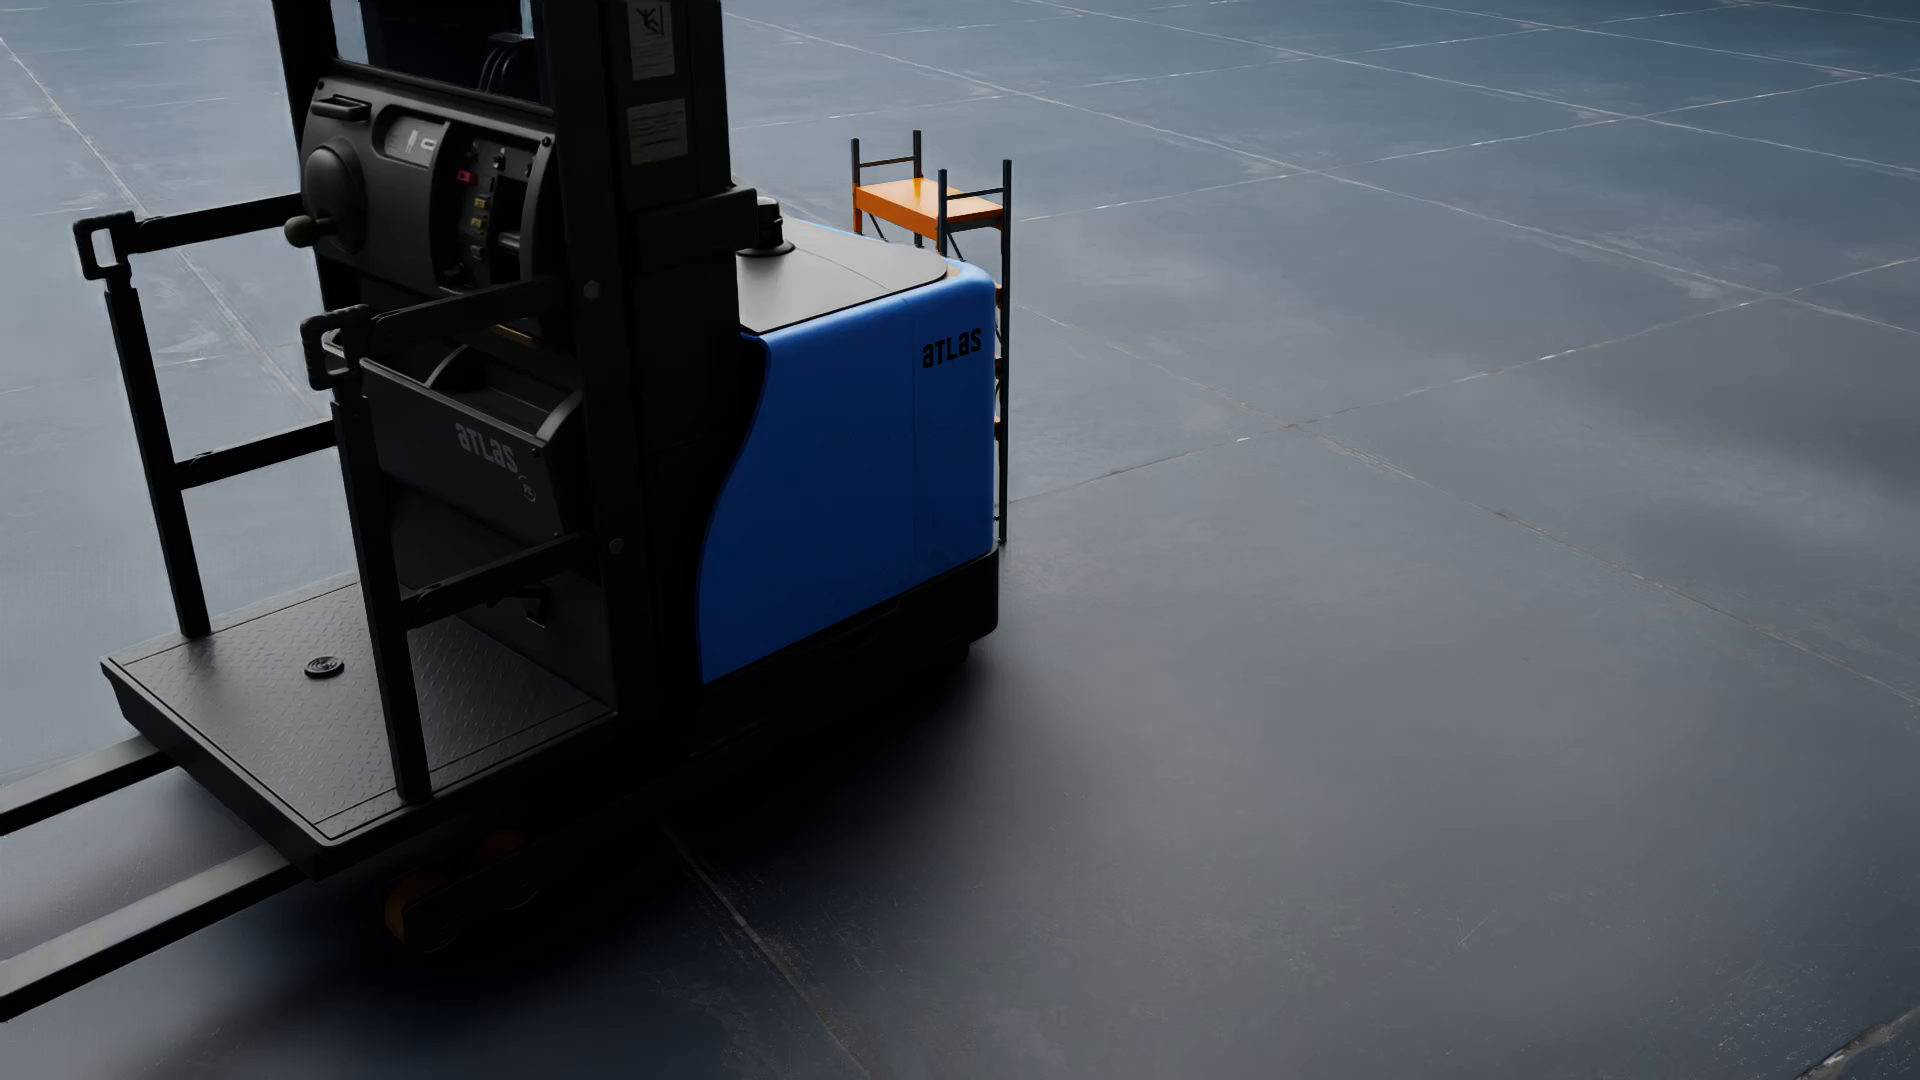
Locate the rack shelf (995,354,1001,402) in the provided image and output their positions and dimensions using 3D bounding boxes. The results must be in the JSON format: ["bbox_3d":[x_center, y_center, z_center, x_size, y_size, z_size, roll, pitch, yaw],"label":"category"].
[{"bbox_3d":[-0.090,-0.541,5.148,0.258,0.148,0.480,-16,29,-30],"label":"rack shelf"}]

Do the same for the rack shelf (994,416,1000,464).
[{"bbox_3d":[-0.090,-0.361,5.233,0.258,0.148,0.480,-16,29,-30],"label":"rack shelf"}]

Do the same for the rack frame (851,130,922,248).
[{"bbox_3d":[-0.224,-0.689,5.304,0.240,1.200,0.015,-16,29,-30],"label":"rack frame"}]

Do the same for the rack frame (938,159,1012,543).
[{"bbox_3d":[0.043,-0.515,4.934,0.240,1.200,0.015,-16,29,-30],"label":"rack frame"}]

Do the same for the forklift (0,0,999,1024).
[{"bbox_3d":[-1.271,-0.719,3.340,1.130,2.935,3.031,22,33,38],"label":"forklift"}]

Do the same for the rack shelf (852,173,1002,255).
[{"bbox_3d":[-0.090,-0.957,4.952,0.258,0.148,0.480,-16,29,-30],"label":"rack shelf"}]

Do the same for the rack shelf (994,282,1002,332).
[{"bbox_3d":[-0.090,-0.743,5.053,0.258,0.148,0.480,-16,29,-30],"label":"rack shelf"}]

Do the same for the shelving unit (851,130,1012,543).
[{"bbox_3d":[-0.090,-0.602,5.119,0.258,1.200,0.503,-16,29,-30],"label":"shelving unit"}]
